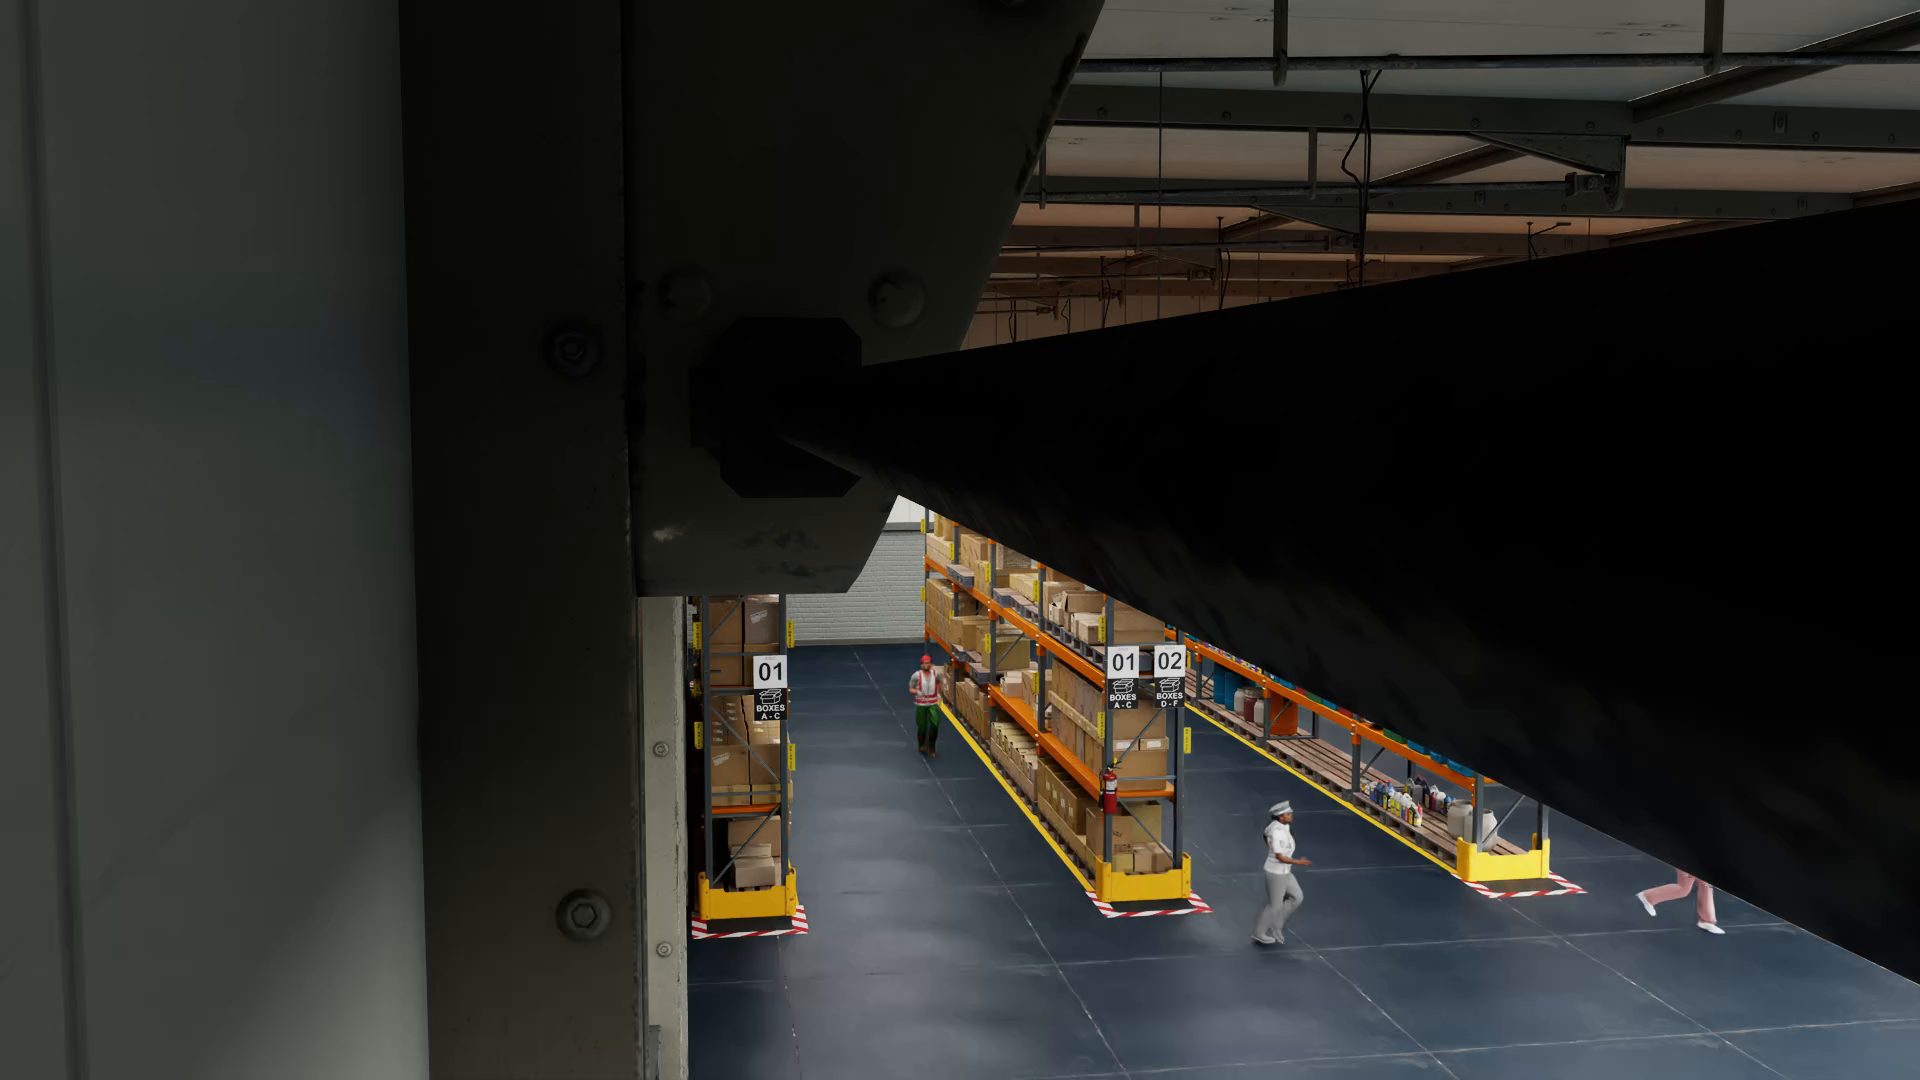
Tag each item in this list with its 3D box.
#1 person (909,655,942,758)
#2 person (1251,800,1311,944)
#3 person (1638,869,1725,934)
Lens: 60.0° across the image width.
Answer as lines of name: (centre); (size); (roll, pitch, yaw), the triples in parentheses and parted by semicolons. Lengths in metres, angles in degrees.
person: (-0.577, 2.903, 28.978); (0.608, 1.816, 0.747); (-1, 5, -10)
person: (3.698, 3.825, 19.104); (0.675, 1.705, 0.597); (2, 5, 17)
person: (8.559, 3.818, 19.703); (0.952, 1.625, 0.595); (1, 5, 14)
